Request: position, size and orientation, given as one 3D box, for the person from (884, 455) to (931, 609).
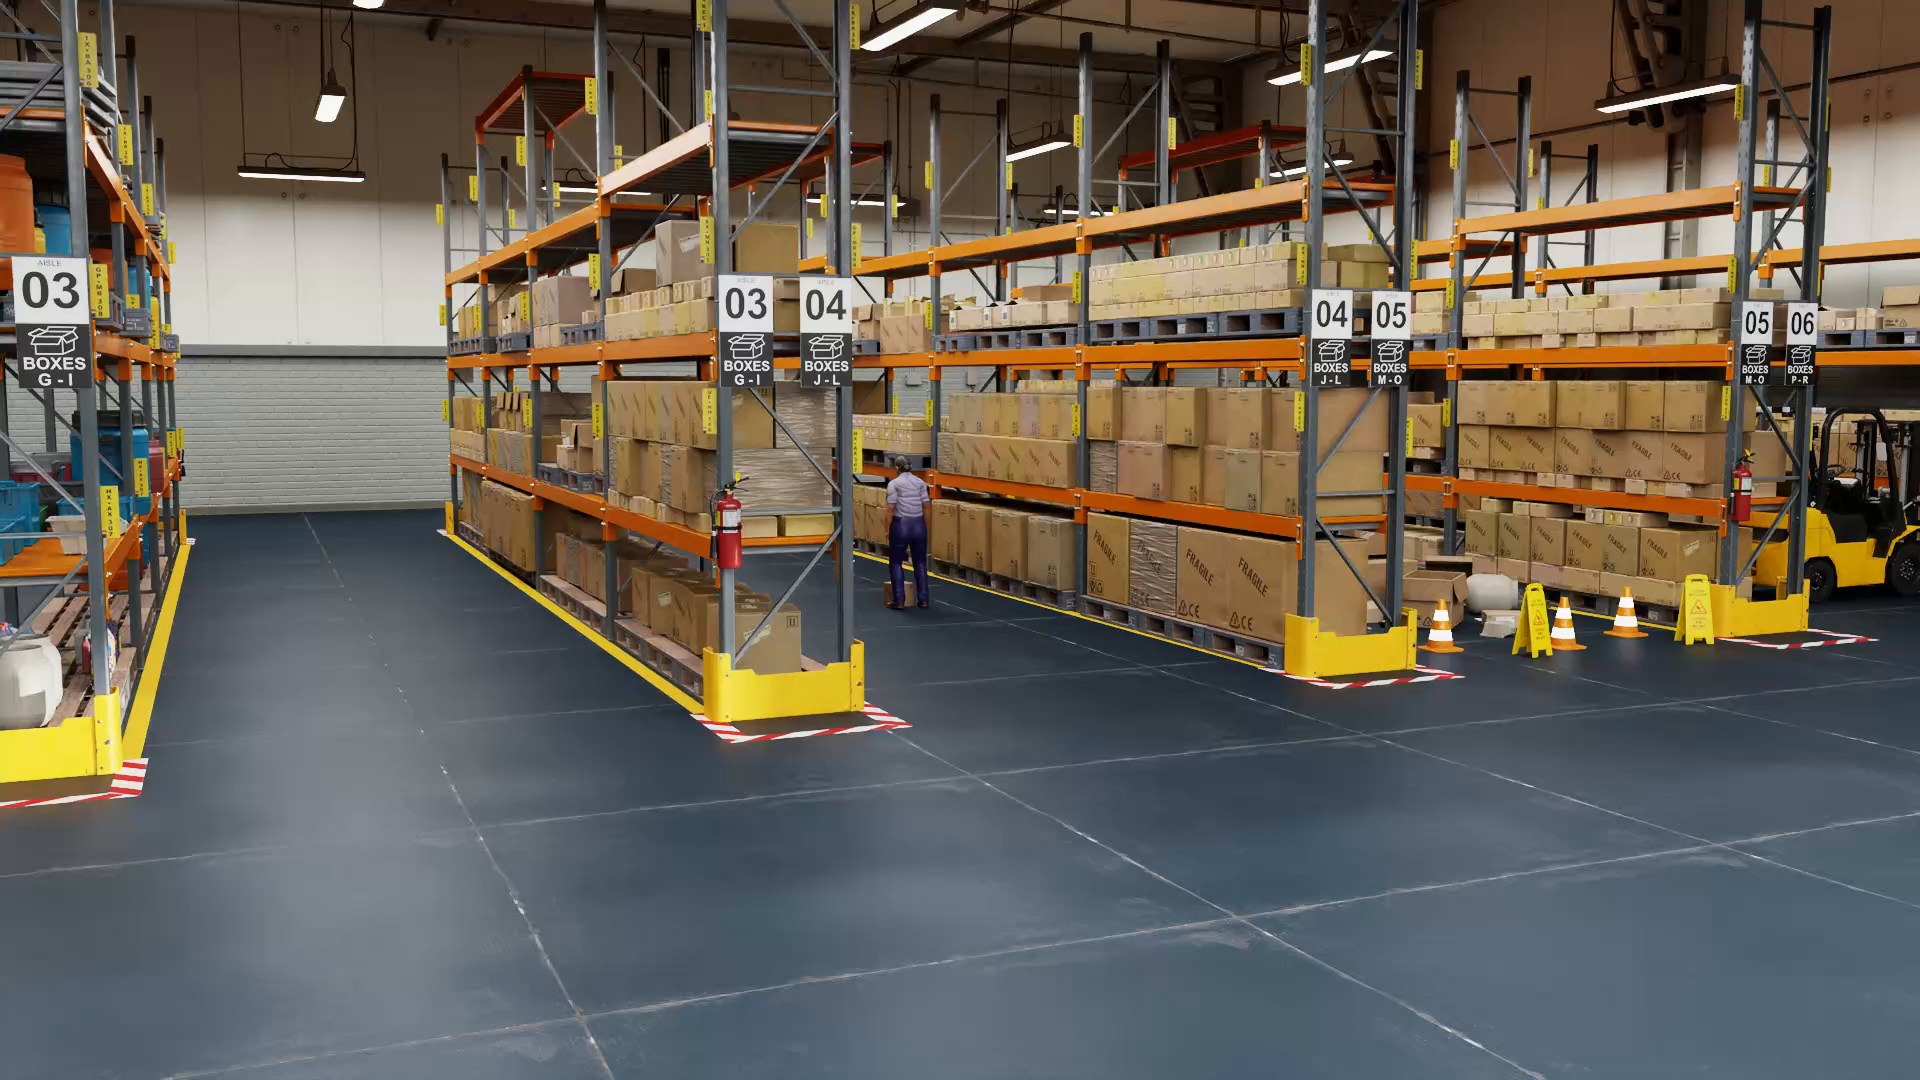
[{"bbox_3d":[-0.562,-0.084,17.925,0.537,1.651,0.373,-2,6,-23],"label":"person"}]
